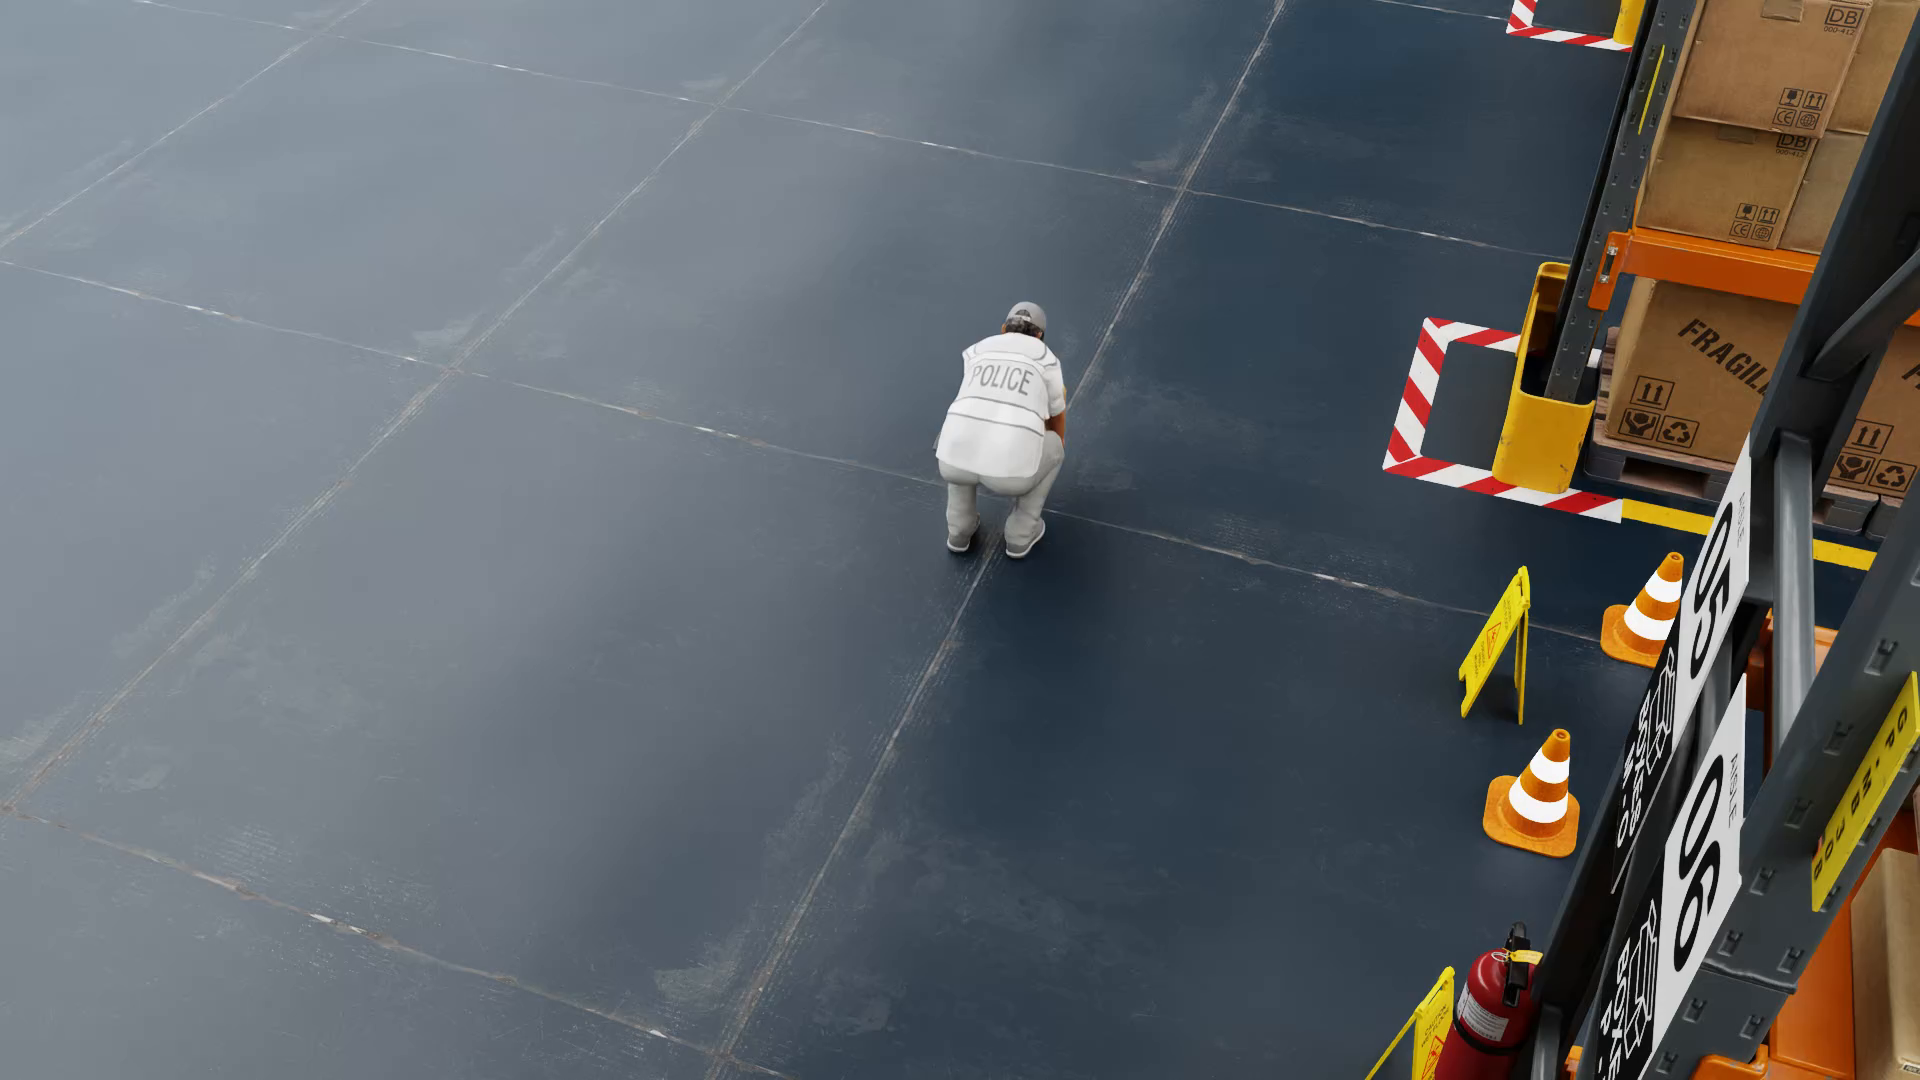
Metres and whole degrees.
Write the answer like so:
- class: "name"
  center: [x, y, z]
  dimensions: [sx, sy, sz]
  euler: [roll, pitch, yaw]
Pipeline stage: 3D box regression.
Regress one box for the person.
- class: "person"
  center: [0.188, -0.429, 7.188]
  dimensions: [0.514, 0.940, 0.916]
  euler: [12, 43, 13]
